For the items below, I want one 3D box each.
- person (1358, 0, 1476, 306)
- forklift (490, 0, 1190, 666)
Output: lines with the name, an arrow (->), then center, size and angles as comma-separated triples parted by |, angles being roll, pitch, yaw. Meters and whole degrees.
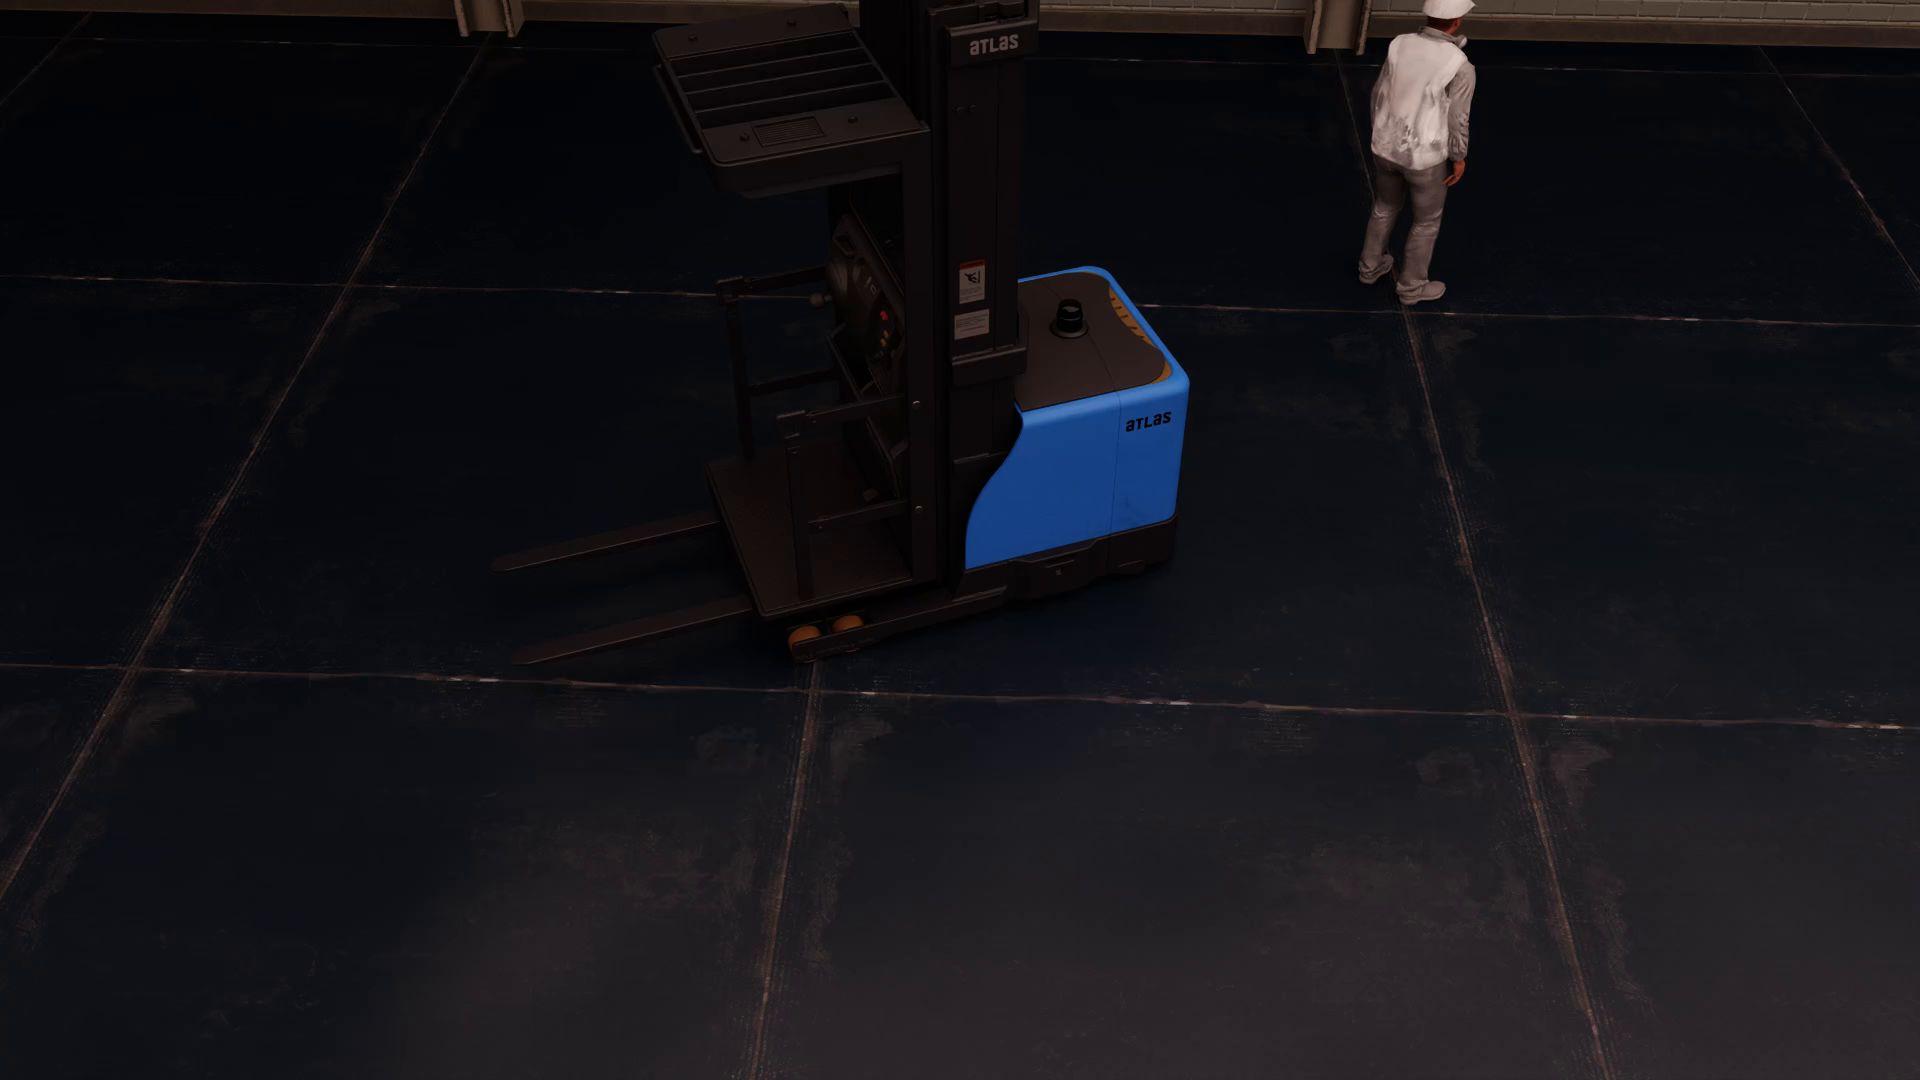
person -> 2.450, -2.119, 8.925 | 0.465, 1.770, 0.590 | -32, 51, -30
forklift -> -0.573, -0.945, 6.778 | 3.031, 2.935, 1.130 | -13, 44, -14
